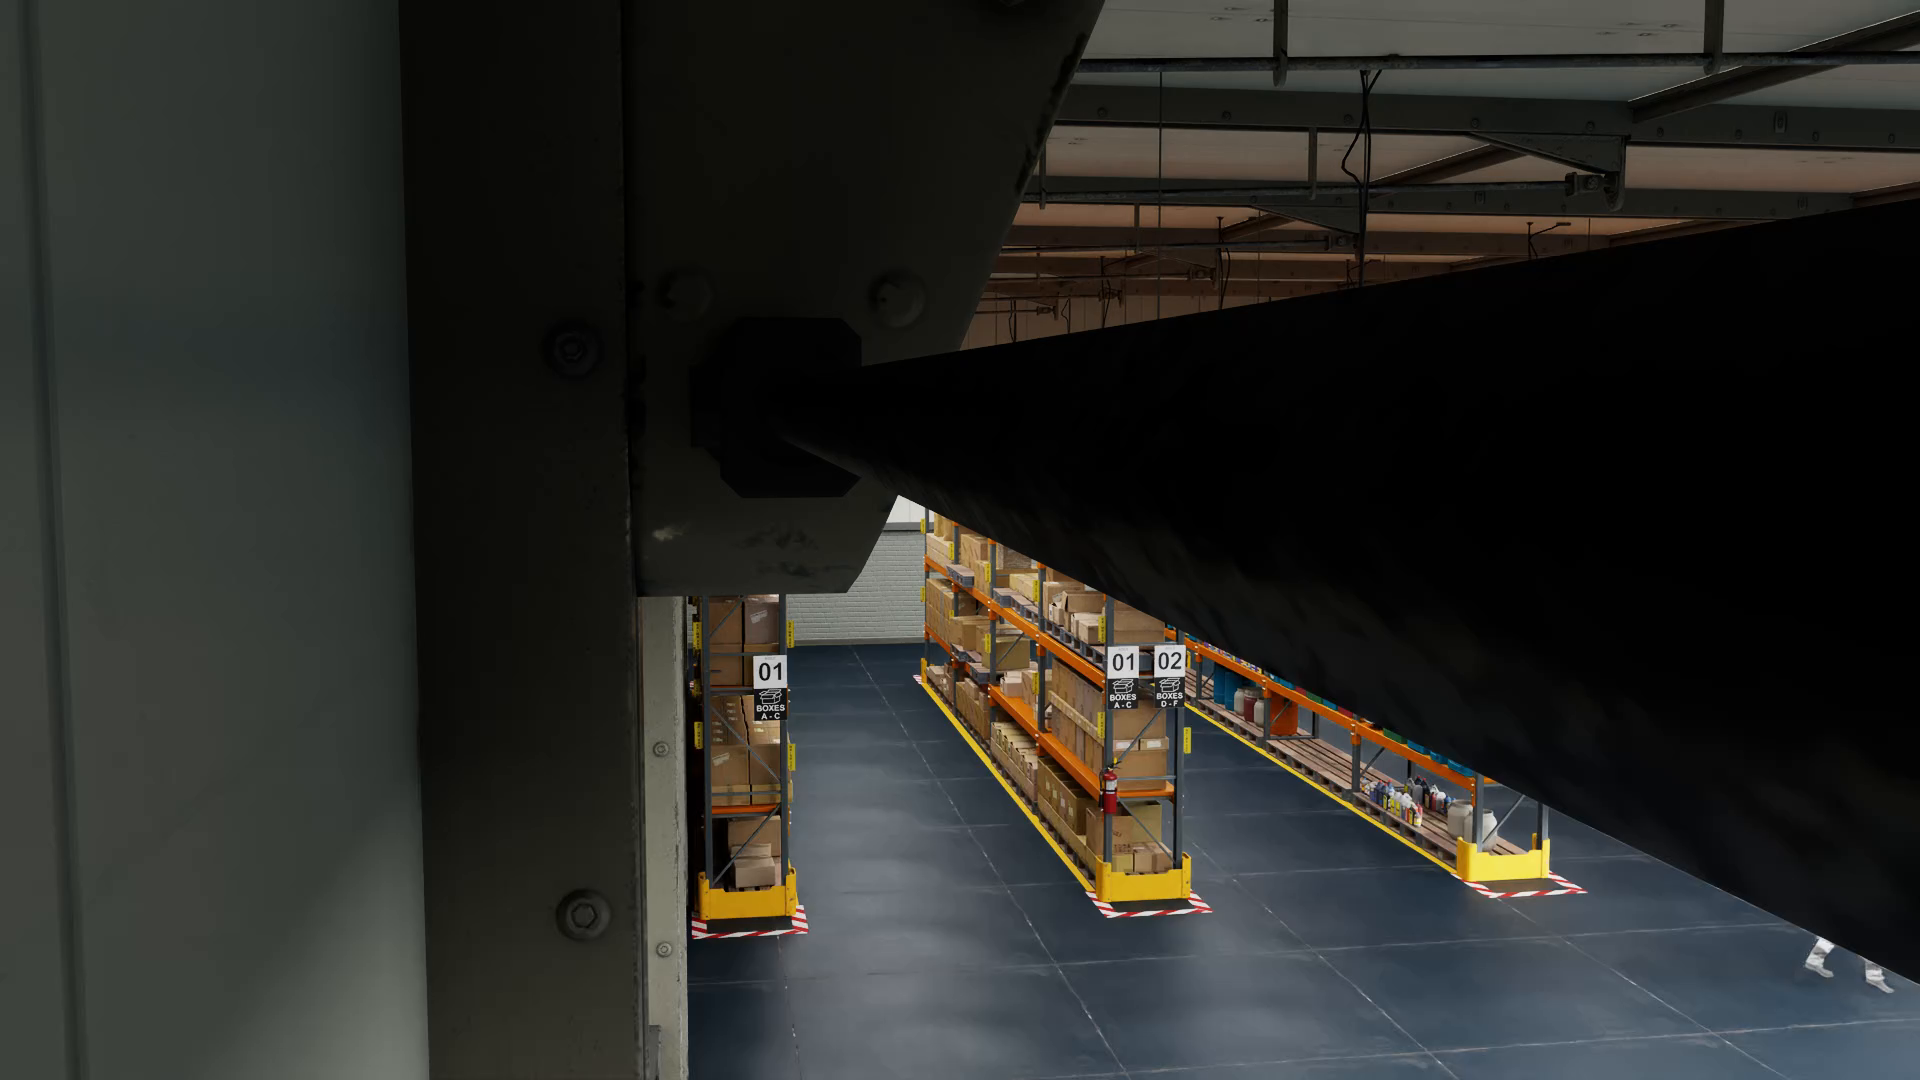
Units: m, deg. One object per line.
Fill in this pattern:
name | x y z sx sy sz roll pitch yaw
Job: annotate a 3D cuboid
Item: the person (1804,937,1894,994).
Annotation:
person | 9.486 3.868 17.679 0.840 1.833 0.653 1 5 12
